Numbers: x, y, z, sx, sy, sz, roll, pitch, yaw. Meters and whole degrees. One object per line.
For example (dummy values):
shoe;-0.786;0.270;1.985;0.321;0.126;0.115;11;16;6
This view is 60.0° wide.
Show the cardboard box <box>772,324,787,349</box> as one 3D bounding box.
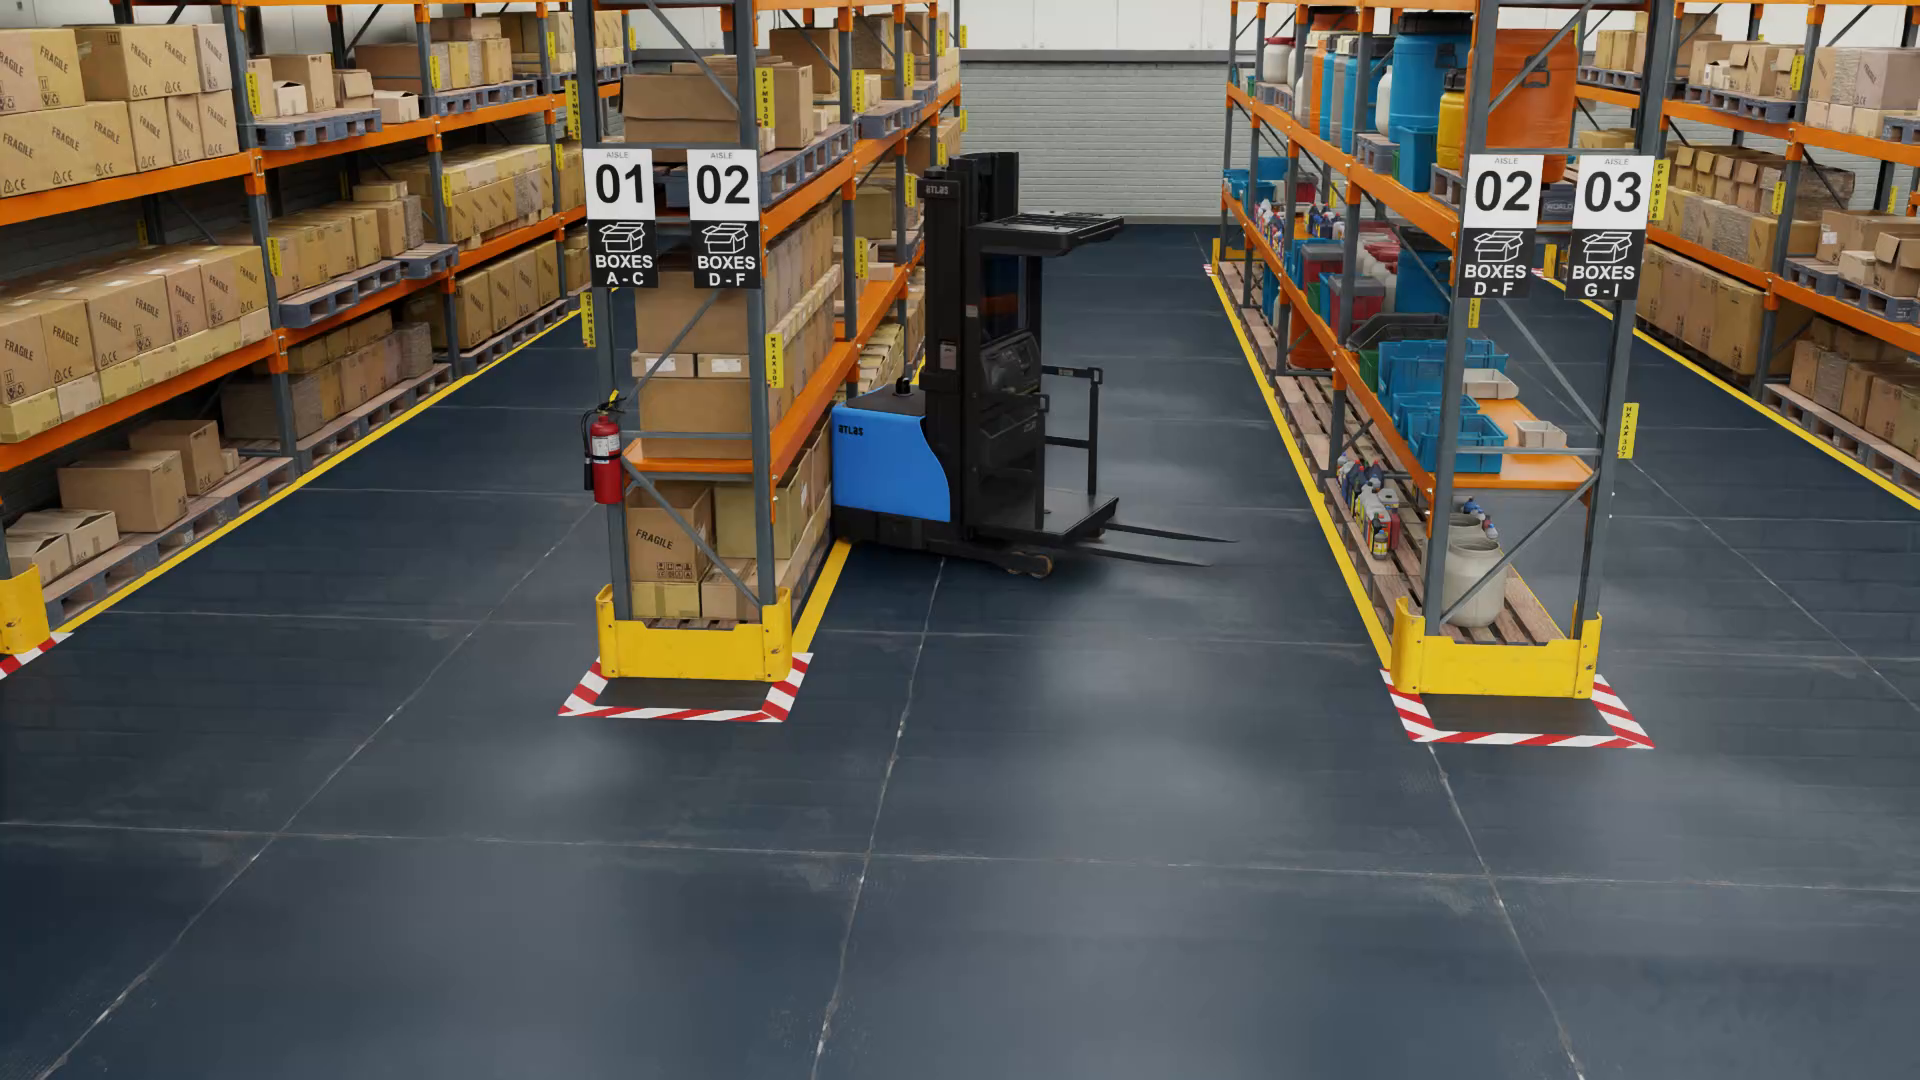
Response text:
cardboard box;-1.350;-1.334;10.974;0.380;0.149;0.250;1;18;3

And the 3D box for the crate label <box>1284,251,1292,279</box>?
crate label;3.461;-2.794;16.901;0.303;0.233;0.416;1;18;4

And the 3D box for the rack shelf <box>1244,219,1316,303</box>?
rack shelf;4.009;-3.275;19.257;1.077;0.370;4.000;1;18;4

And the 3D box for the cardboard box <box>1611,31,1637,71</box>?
cardboard box;9.246;-6.594;22.416;0.700;0.500;0.500;0;18;0

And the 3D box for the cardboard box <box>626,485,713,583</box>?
cardboard box;-1.907;-0.046;10.782;0.500;0.500;0.500;1;18;4

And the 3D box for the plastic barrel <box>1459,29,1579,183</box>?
plastic barrel;3.200;-2.494;9.536;0.600;0.830;0.708;1;18;4

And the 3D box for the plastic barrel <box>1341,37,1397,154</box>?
plastic barrel;3.399;-3.580;13.409;0.600;0.901;0.708;1;18;4

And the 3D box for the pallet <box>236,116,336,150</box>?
pallet;-6.152;-3.500;14.273;1.213;0.211;1.003;1;18;4

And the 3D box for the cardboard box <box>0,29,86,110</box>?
cardboard box;-6.208;-3.118;11.007;0.500;0.500;0.500;2;18;5

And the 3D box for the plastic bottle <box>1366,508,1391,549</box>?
plastic bottle;3.032;-0.084;12.029;0.152;0.276;0.135;1;18;4

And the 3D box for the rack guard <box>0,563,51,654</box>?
rack guard;-6.584;0.432;10.802;1.175;0.500;0.348;1;18;4

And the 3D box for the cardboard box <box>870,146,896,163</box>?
cardboard box;-1.010;-5.035;21.707;0.500;0.500;0.500;1;18;4

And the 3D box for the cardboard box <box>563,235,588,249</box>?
cardboard box;-5.367;-4.112;22.952;0.380;0.149;0.250;2;18;6

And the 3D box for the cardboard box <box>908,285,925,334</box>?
cardboard box;-0.652;-2.744;19.789;0.500;0.500;0.500;1;18;2

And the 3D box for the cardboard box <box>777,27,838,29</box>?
cardboard box;-1.260;-4.143;14.296;0.500;0.500;0.500;3;18;9

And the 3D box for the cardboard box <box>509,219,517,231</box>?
cardboard box;-5.606;-3.845;20.210;0.380;0.149;0.250;1;18;2

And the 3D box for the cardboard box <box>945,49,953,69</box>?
cardboard box;-0.359;-6.708;23.199;0.500;0.250;0.500;1;18;4

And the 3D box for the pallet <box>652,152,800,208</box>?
pallet;-1.572;-2.225;10.222;1.003;0.211;1.213;1;18;4

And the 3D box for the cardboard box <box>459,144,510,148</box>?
cardboard box;-6.022;-4.877;21.115;0.500;0.250;0.500;2;18;6

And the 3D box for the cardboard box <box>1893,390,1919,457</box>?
cardboard box;8.637;-1.002;14.472;0.700;0.500;0.500;1;18;4

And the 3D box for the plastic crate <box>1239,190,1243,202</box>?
plastic crate;3.977;-4.689;22.743;0.293;0.136;0.466;1;18;4

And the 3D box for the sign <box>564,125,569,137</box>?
sign;-5.996;-6.165;25.403;0.100;0.325;0.005;1;18;4

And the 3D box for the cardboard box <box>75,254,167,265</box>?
cardboard box;-6.586;-1.967;13.115;0.500;0.500;0.500;1;18;4

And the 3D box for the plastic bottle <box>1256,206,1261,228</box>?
plastic bottle;3.694;-3.965;20.413;0.097;0.271;0.097;0;18;0

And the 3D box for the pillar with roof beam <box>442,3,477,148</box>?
pillar with roof beam;-2.248;-7.451;21.210;9.100;9.000;0.400;1;18;4

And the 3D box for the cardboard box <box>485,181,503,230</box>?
cardboard box;-5.643;-3.877;19.268;0.500;0.500;0.500;1;18;4

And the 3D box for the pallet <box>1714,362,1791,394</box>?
pallet;8.937;-1.803;18.088;1.003;0.211;1.213;1;18;4

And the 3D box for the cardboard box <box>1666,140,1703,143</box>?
cardboard box;9.457;-5.012;21.959;0.500;0.500;0.500;1;18;2

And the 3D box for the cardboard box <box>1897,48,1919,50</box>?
cardboard box;8.995;-4.283;15.395;0.500;0.500;0.500;1;18;4

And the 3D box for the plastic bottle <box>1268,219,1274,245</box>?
plastic bottle;3.574;-3.529;19.065;0.061;0.283;0.133;1;18;4

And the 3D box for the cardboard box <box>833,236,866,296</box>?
cardboard box;-1.179;-2.634;15.983;0.500;0.500;0.500;0;18;1

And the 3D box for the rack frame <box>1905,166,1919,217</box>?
rack frame;14.319;-5.228;24.061;1.000;3.000;0.127;1;18;4

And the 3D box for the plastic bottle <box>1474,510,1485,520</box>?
plastic bottle;3.757;-0.086;12.045;0.097;0.271;0.097;0;18;0

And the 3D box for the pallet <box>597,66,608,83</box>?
pallet;-5.570;-6.474;23.190;1.003;0.211;1.213;1;18;4

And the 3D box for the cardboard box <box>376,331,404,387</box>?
cardboard box;-6.169;-1.856;17.078;0.700;0.500;0.500;1;18;4

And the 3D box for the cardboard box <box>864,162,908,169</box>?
cardboard box;-1.045;-4.455;20.867;0.700;0.500;0.500;-5;19;-15

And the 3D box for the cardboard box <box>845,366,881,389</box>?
cardboard box;-1.007;-1.464;15.413;0.500;0.311;0.500;1;18;2

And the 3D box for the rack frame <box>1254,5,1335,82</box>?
rack frame;4.152;-7.089;20.106;1.000;3.000;0.127;1;18;4

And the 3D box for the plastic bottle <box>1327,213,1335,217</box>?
plastic bottle;4.374;-3.738;19.712;0.152;0.276;0.135;1;18;4

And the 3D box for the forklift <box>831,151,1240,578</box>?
forklift;0.557;-1.305;12.198;3.031;2.935;1.130;9;20;25

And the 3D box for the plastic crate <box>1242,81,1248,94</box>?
plastic crate;3.864;-5.942;21.846;0.293;0.136;0.466;1;18;4

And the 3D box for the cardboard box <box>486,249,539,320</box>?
cardboard box;-5.707;-3.157;20.517;0.750;0.750;0.750;2;18;6

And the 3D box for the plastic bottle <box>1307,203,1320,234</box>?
plastic bottle;4.256;-3.868;19.989;0.144;0.351;0.185;1;18;4

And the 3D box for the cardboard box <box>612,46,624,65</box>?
cardboard box;-5.230;-7.070;24.270;0.500;0.250;0.500;2;18;6

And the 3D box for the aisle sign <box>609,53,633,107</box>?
aisle sign;-5.138;-6.953;25.150;0.394;0.787;0.004;1;18;4

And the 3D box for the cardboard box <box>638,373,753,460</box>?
cardboard box;-1.602;-0.815;10.433;0.700;0.500;0.500;1;18;4

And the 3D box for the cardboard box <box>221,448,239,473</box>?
cardboard box;-6.311;-0.671;13.996;0.380;0.166;0.250;-1;18;-3

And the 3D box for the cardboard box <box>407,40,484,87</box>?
cardboard box;-5.977;-5.542;19.335;0.700;0.500;0.500;1;18;4

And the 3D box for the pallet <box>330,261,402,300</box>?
pallet;-6.117;-2.510;16.075;1.003;0.211;1.213;1;18;4

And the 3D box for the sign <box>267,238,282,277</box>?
sign;-5.761;-2.376;13.968;0.100;0.325;0.005;1;18;4

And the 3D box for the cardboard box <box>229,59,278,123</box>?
cardboard box;-6.184;-3.815;14.097;0.500;0.500;0.500;4;19;12

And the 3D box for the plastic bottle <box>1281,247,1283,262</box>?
plastic bottle;3.495;-3.072;17.800;0.097;0.201;0.097;0;18;0

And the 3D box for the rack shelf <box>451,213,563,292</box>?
rack shelf;-5.873;-3.496;19.932;1.077;0.370;4.000;1;18;4

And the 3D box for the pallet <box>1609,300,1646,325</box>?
pallet;9.225;-3.037;21.852;1.003;0.211;1.213;1;18;4

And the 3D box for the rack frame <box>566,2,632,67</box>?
rack frame;-5.443;-8.553;24.572;1.000;3.000;0.127;1;18;4

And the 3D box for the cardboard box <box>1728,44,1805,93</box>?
cardboard box;8.931;-5.194;18.301;0.797;0.503;0.637;1;18;3

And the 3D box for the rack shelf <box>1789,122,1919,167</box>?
rack shelf;8.662;-3.348;14.661;1.077;0.370;4.000;1;18;4

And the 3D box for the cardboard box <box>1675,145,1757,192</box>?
cardboard box;9.055;-4.453;19.925;0.797;0.503;0.637;1;18;2
